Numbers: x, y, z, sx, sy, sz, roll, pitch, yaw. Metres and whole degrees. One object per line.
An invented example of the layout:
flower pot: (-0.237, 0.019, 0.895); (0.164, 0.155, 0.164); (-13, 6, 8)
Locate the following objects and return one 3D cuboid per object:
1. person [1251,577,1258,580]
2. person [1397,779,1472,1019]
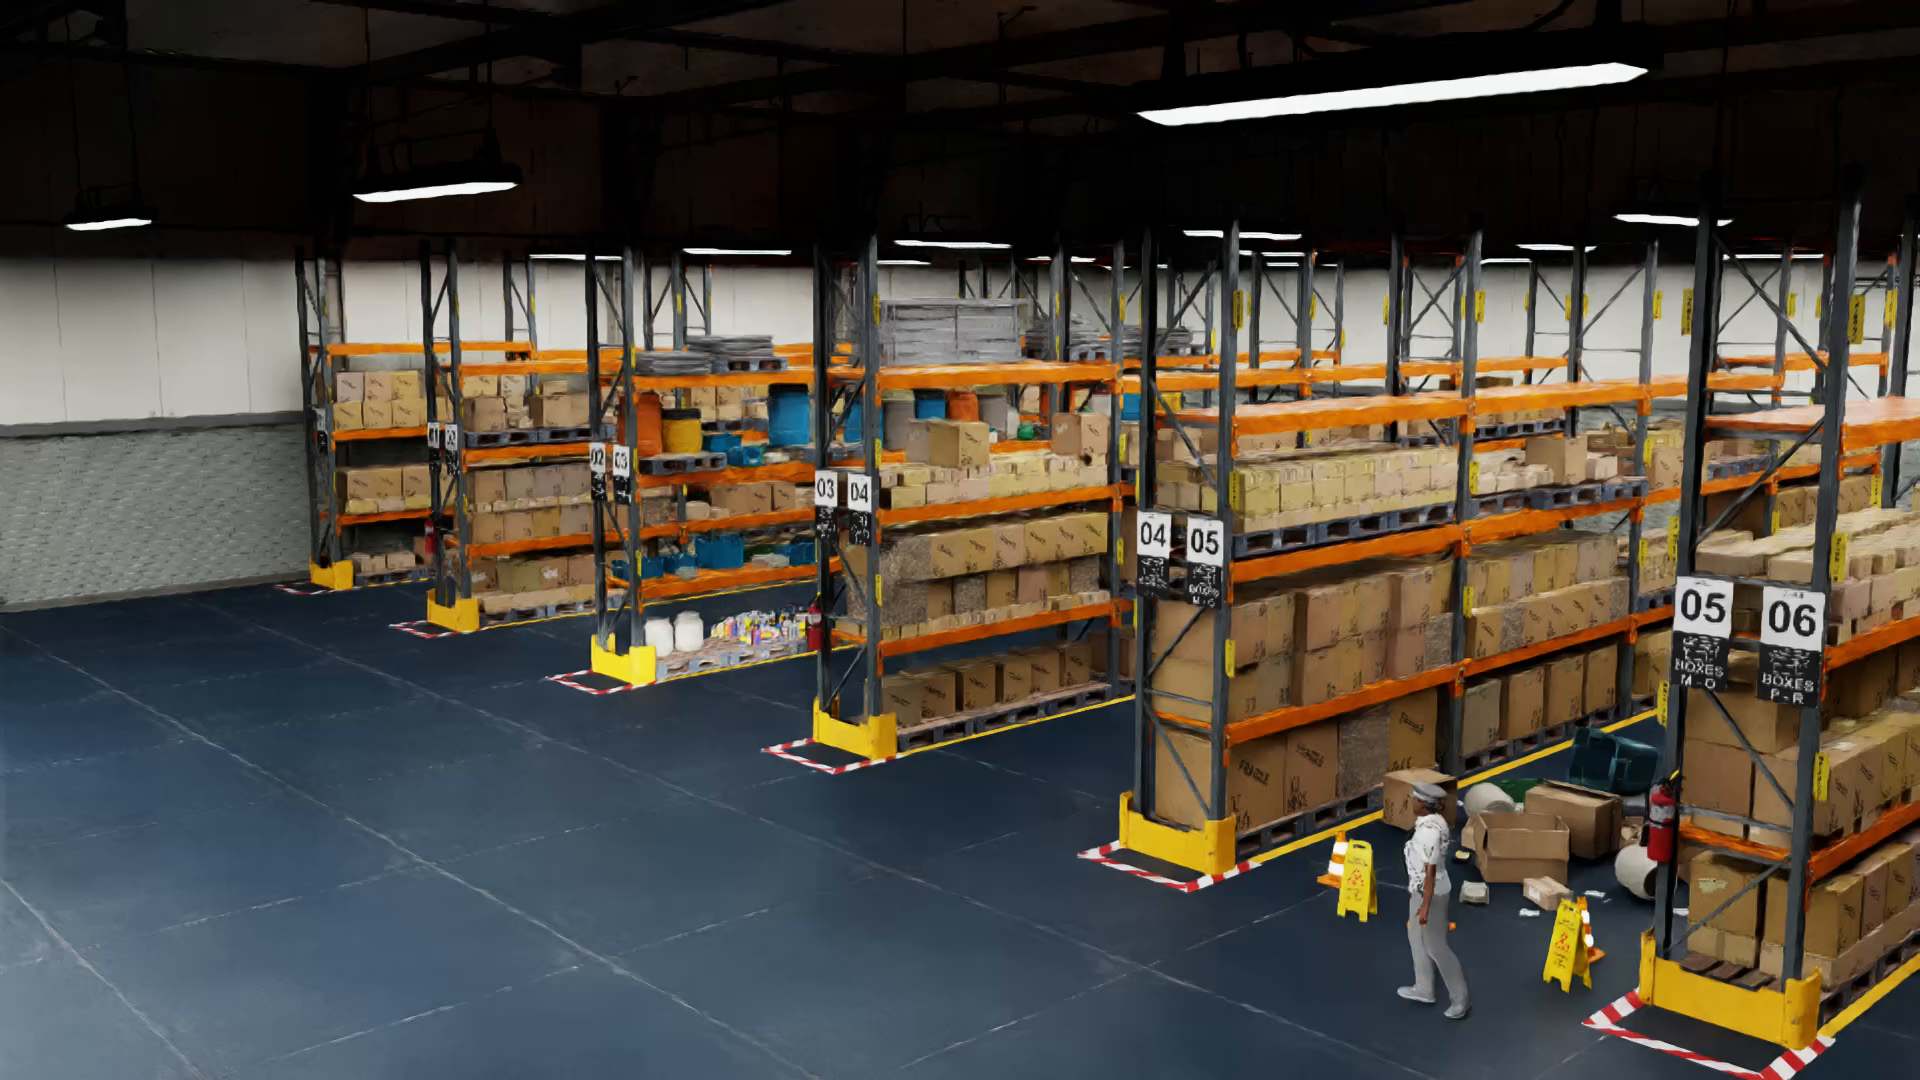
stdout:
person: (3.862, 1.217, 21.537); (0.490, 1.597, 0.999); (7, 11, 38)
person: (3.482, 2.594, 12.112); (0.529, 1.666, 0.571); (3, 9, 18)
